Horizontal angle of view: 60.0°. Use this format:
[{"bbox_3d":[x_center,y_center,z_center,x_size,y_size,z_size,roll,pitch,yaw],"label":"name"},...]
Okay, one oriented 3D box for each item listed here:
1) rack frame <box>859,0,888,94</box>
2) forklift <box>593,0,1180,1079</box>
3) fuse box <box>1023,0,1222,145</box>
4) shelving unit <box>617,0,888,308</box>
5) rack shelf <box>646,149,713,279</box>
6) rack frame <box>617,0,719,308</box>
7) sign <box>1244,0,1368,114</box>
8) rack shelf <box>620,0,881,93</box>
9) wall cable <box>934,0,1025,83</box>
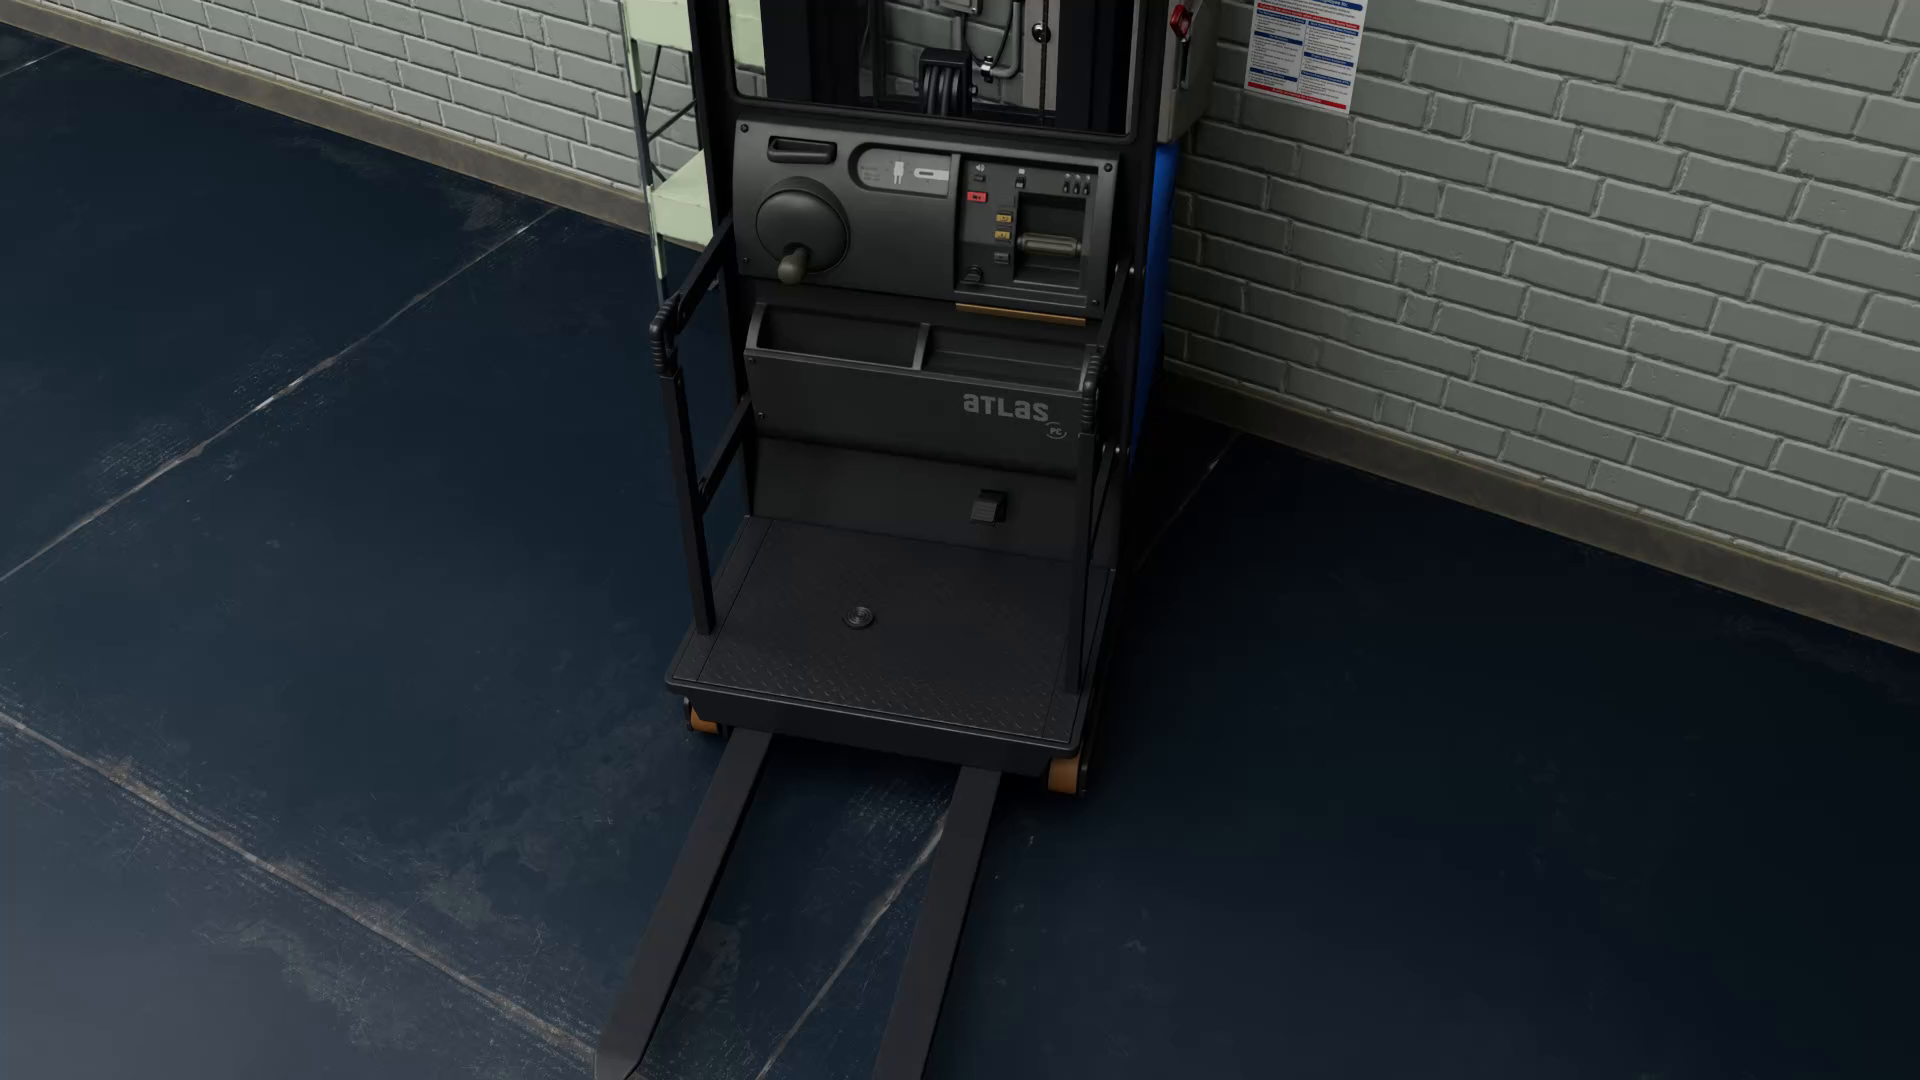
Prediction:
[{"bbox_3d":[-0.331,-1.248,5.531,0.023,1.500,0.400,16,44,18],"label":"rack frame"},{"bbox_3d":[-0.137,-0.694,3.821,1.130,2.935,3.031,8,42,9],"label":"forklift"},{"bbox_3d":[0.456,-1.073,5.174,0.539,1.711,0.414,21,45,22],"label":"fuse box"},{"bbox_3d":[-0.665,-1.347,5.643,0.755,1.500,0.431,16,44,18],"label":"shelving unit"},{"bbox_3d":[-0.666,-1.102,5.858,0.720,0.370,0.431,16,44,18],"label":"rack shelf"},{"bbox_3d":[-0.999,-1.446,5.756,0.023,1.500,0.400,16,44,18],"label":"rack frame"},{"bbox_3d":[0.987,-1.476,4.729,0.329,0.494,0.001,21,45,22],"label":"sign"},{"bbox_3d":[-0.665,-1.641,5.387,0.720,0.370,0.431,16,44,18],"label":"rack shelf"},{"bbox_3d":[-0.056,-2.254,4.771,0.588,1.984,0.122,21,45,22],"label":"wall cable"}]
